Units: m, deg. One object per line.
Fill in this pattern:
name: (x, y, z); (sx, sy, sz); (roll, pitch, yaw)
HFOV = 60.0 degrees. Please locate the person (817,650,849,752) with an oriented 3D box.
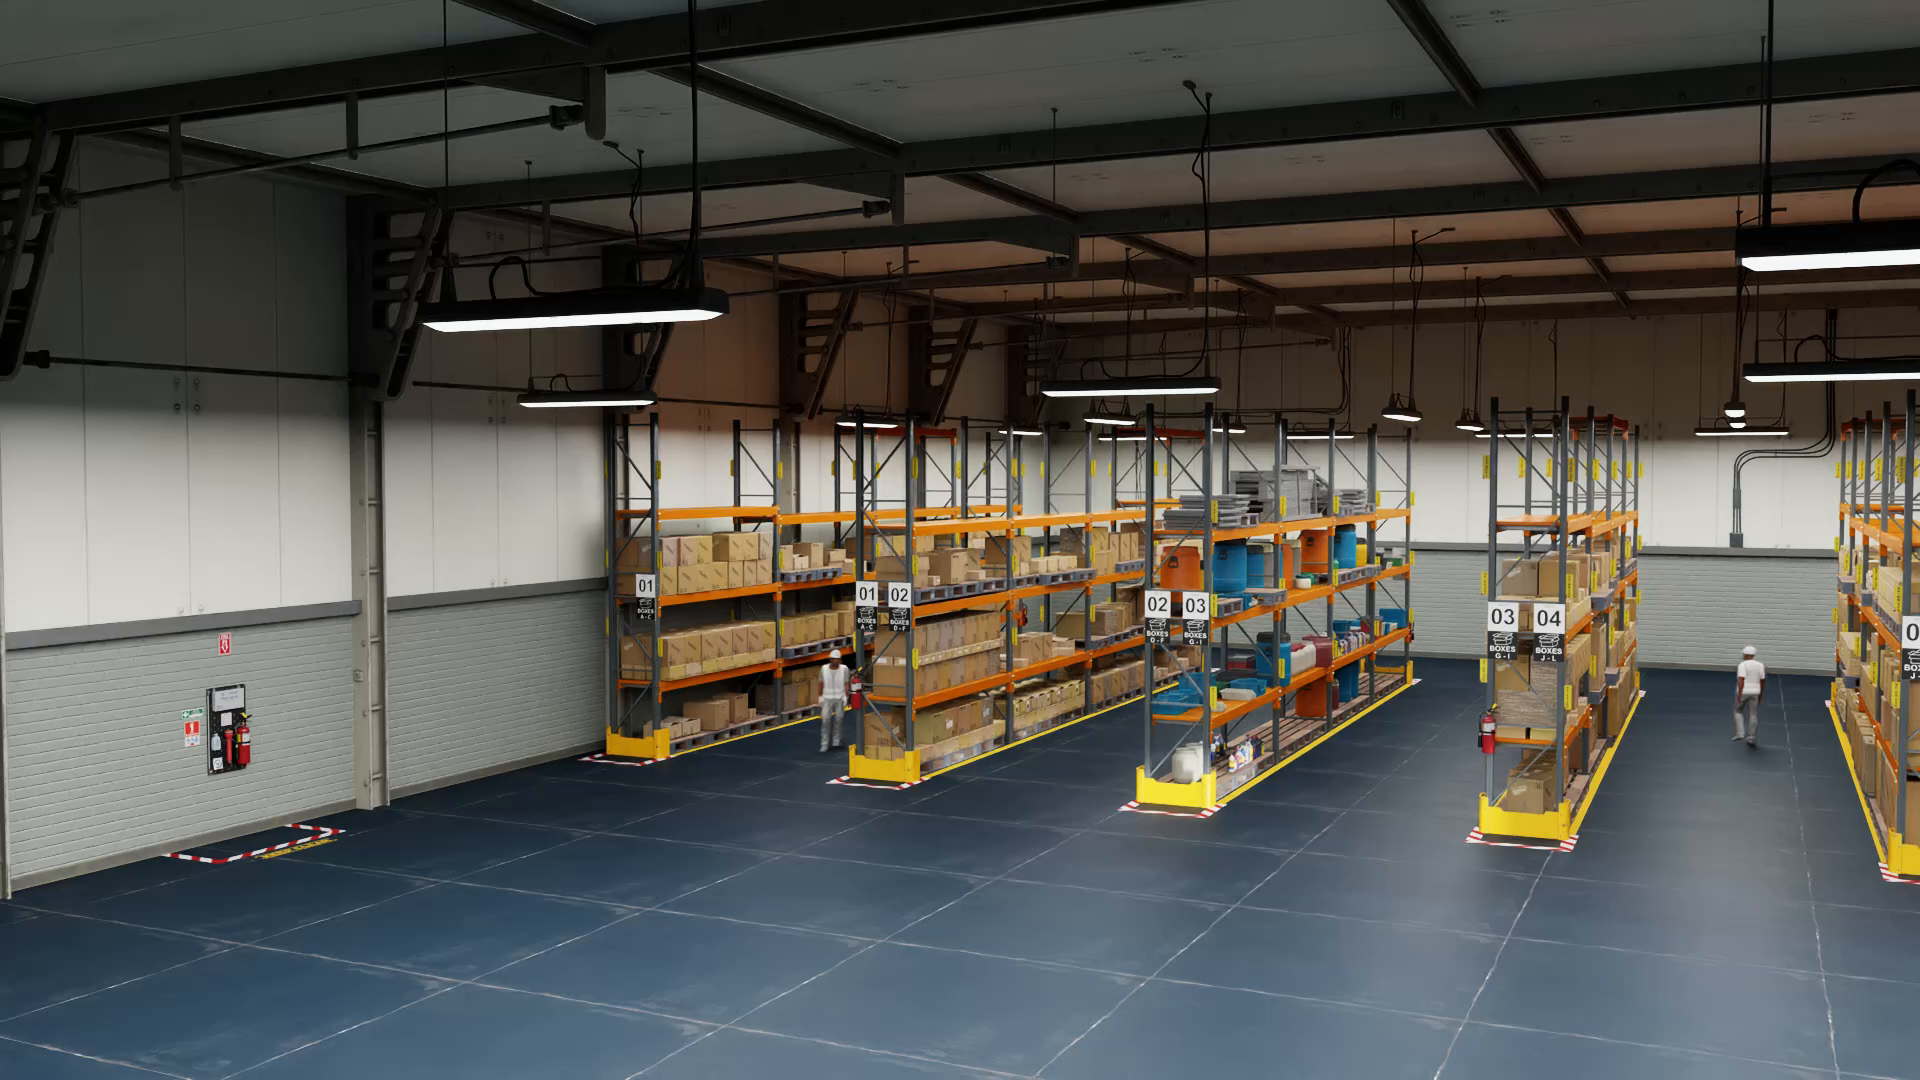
person: (-2.256, 2.855, 29.742); (0.569, 1.769, 0.805); (0, 2, -8)

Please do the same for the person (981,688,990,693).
person: (0.386, 2.727, 34.075); (0.603, 1.776, 0.600); (2, 3, 42)

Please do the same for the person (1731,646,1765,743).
person: (14.508, 2.795, 30.500); (0.544, 1.678, 0.552); (0, 2, 8)
